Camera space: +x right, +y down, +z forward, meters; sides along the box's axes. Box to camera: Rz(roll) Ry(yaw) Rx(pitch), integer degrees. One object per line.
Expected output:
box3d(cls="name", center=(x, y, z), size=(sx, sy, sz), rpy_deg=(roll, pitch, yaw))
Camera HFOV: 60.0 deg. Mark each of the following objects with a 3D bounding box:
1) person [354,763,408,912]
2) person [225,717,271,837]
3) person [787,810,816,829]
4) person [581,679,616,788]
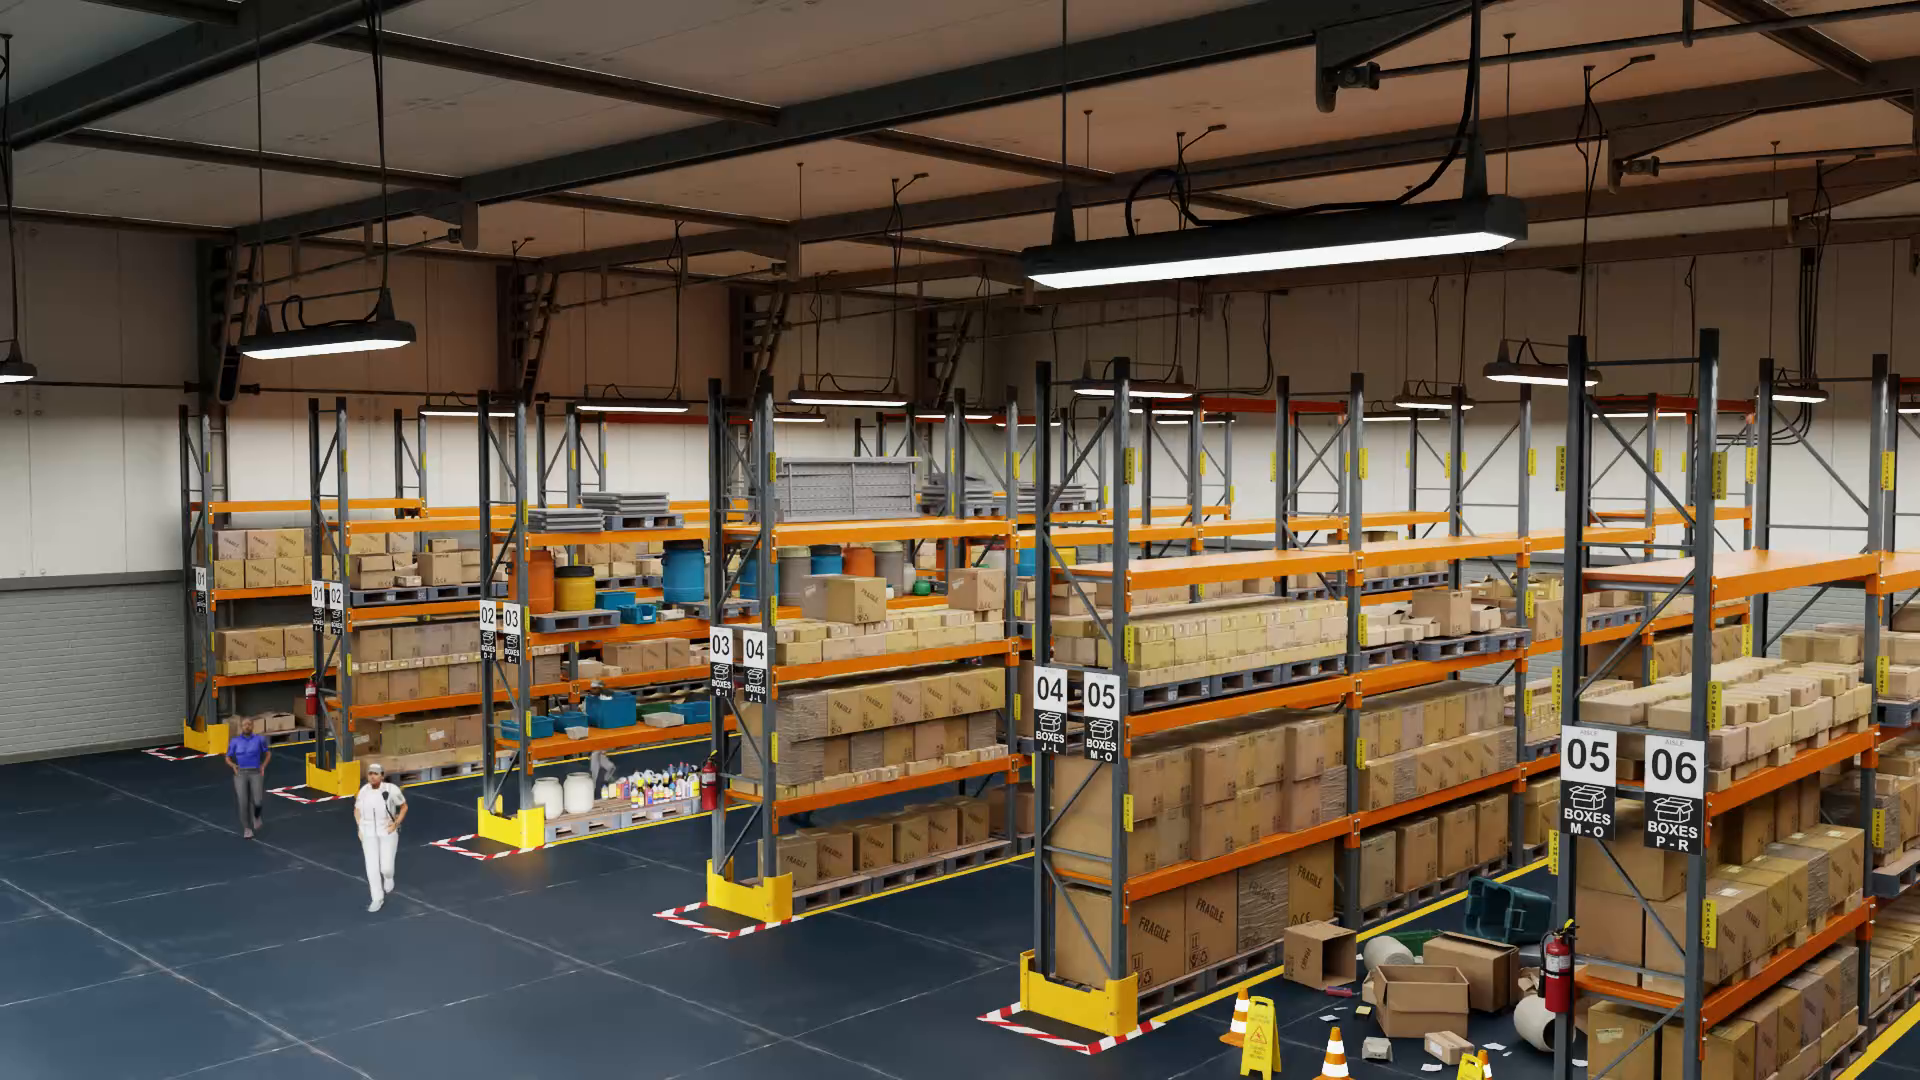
box3d(cls="person", center=(-6.620, 3.359, 18.994), size=(0.602, 1.650, 0.612), rpy_deg=(0, 3, -7))
box3d(cls="person", center=(-9.557, 3.187, 22.336), size=(0.571, 1.596, 0.574), rpy_deg=(-1, 3, -24))
box3d(cls="person", center=(-2.002, 3.264, 21.356), size=(0.532, 1.541, 0.546), rpy_deg=(3, 4, 41))
box3d(cls="person", center=(-5.539, 2.952, 25.487), size=(0.609, 1.687, 0.906), rpy_deg=(1, 3, 26))
